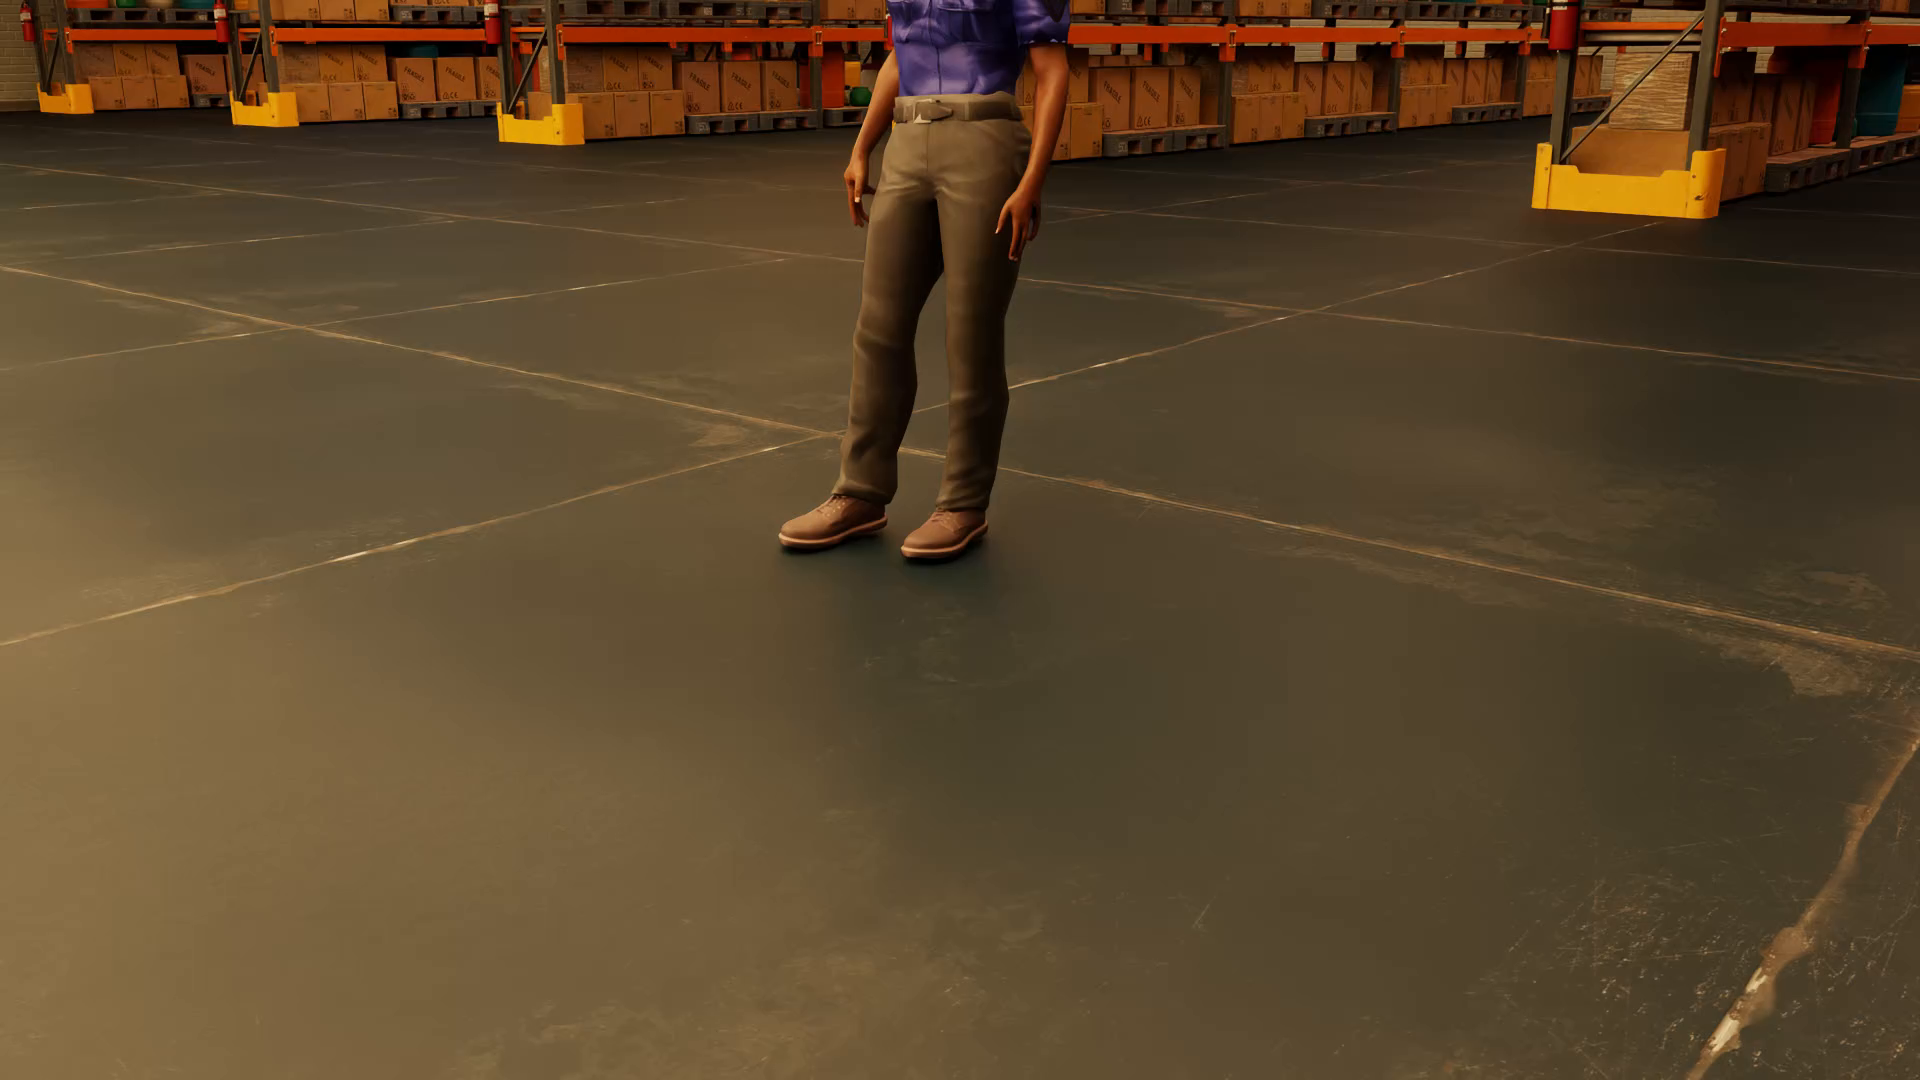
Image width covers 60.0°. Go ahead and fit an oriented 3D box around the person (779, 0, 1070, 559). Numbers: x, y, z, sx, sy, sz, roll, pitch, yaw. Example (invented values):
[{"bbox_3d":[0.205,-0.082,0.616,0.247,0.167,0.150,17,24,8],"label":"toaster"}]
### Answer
[{"bbox_3d":[-0.071,-0.782,3.647,0.569,1.654,0.504,13,21,37],"label":"person"}]
